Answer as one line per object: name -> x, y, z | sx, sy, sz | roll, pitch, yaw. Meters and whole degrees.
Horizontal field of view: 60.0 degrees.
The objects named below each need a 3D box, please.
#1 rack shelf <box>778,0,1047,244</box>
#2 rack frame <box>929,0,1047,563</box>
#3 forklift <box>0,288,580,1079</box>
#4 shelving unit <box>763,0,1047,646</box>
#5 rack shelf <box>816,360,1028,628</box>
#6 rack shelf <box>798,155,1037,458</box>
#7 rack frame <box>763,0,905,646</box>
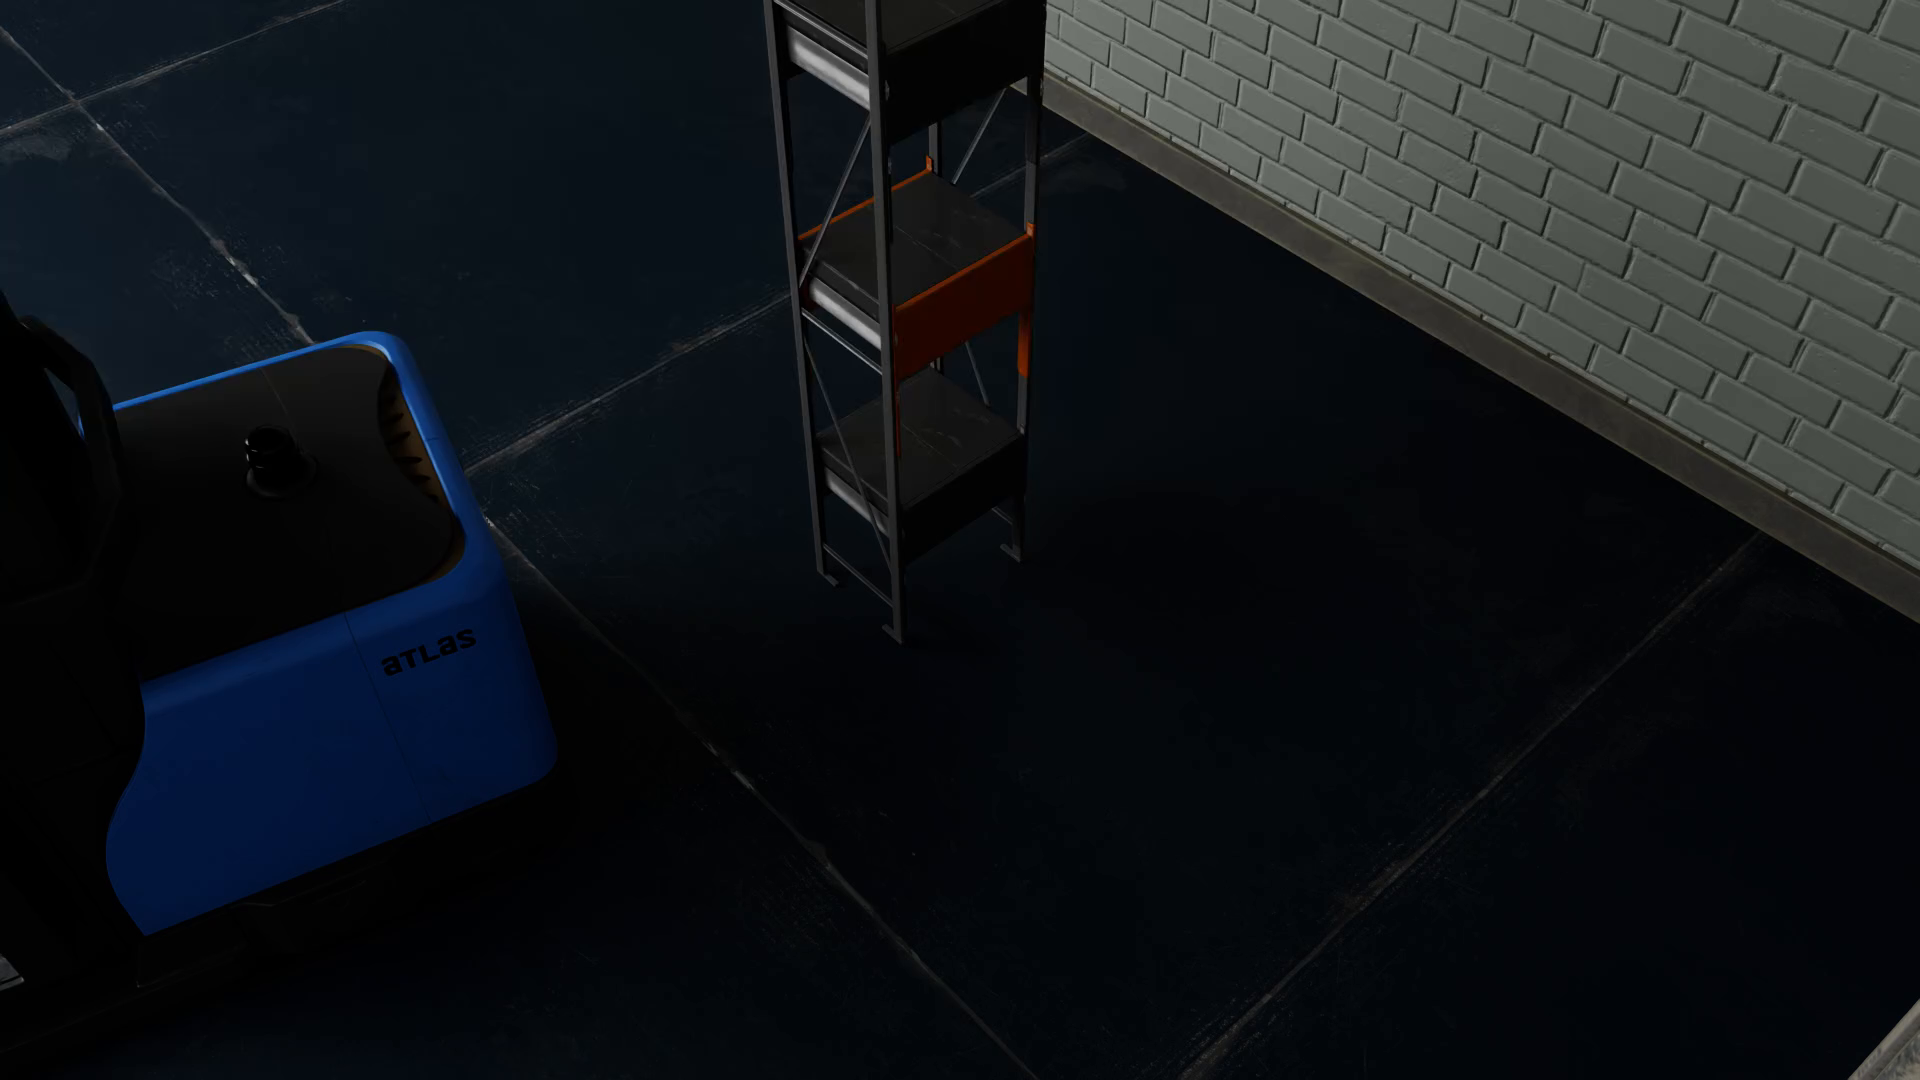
rack shelf -> -0.122, -1.096, 3.898 | 0.480, 0.518, 0.431 | -34, 56, -27
rack frame -> 0.058, -0.751, 4.514 | 0.015, 2.100, 0.400 | -34, 56, -27
forklift -> -2.576, -0.020, 3.274 | 3.031, 2.935, 1.130 | -21, 51, -18
shelving unit -> -0.122, -0.630, 4.403 | 0.503, 2.100, 0.431 | -34, 56, -27
rack shelf -> -0.122, -0.146, 4.927 | 0.480, 0.518, 0.431 | -34, 56, -27
rack shelf -> -0.122, -0.621, 4.413 | 0.480, 0.518, 0.431 | -34, 56, -27
rack frame -> -0.303, -0.510, 4.291 | 0.015, 2.100, 0.400 | -34, 56, -27
